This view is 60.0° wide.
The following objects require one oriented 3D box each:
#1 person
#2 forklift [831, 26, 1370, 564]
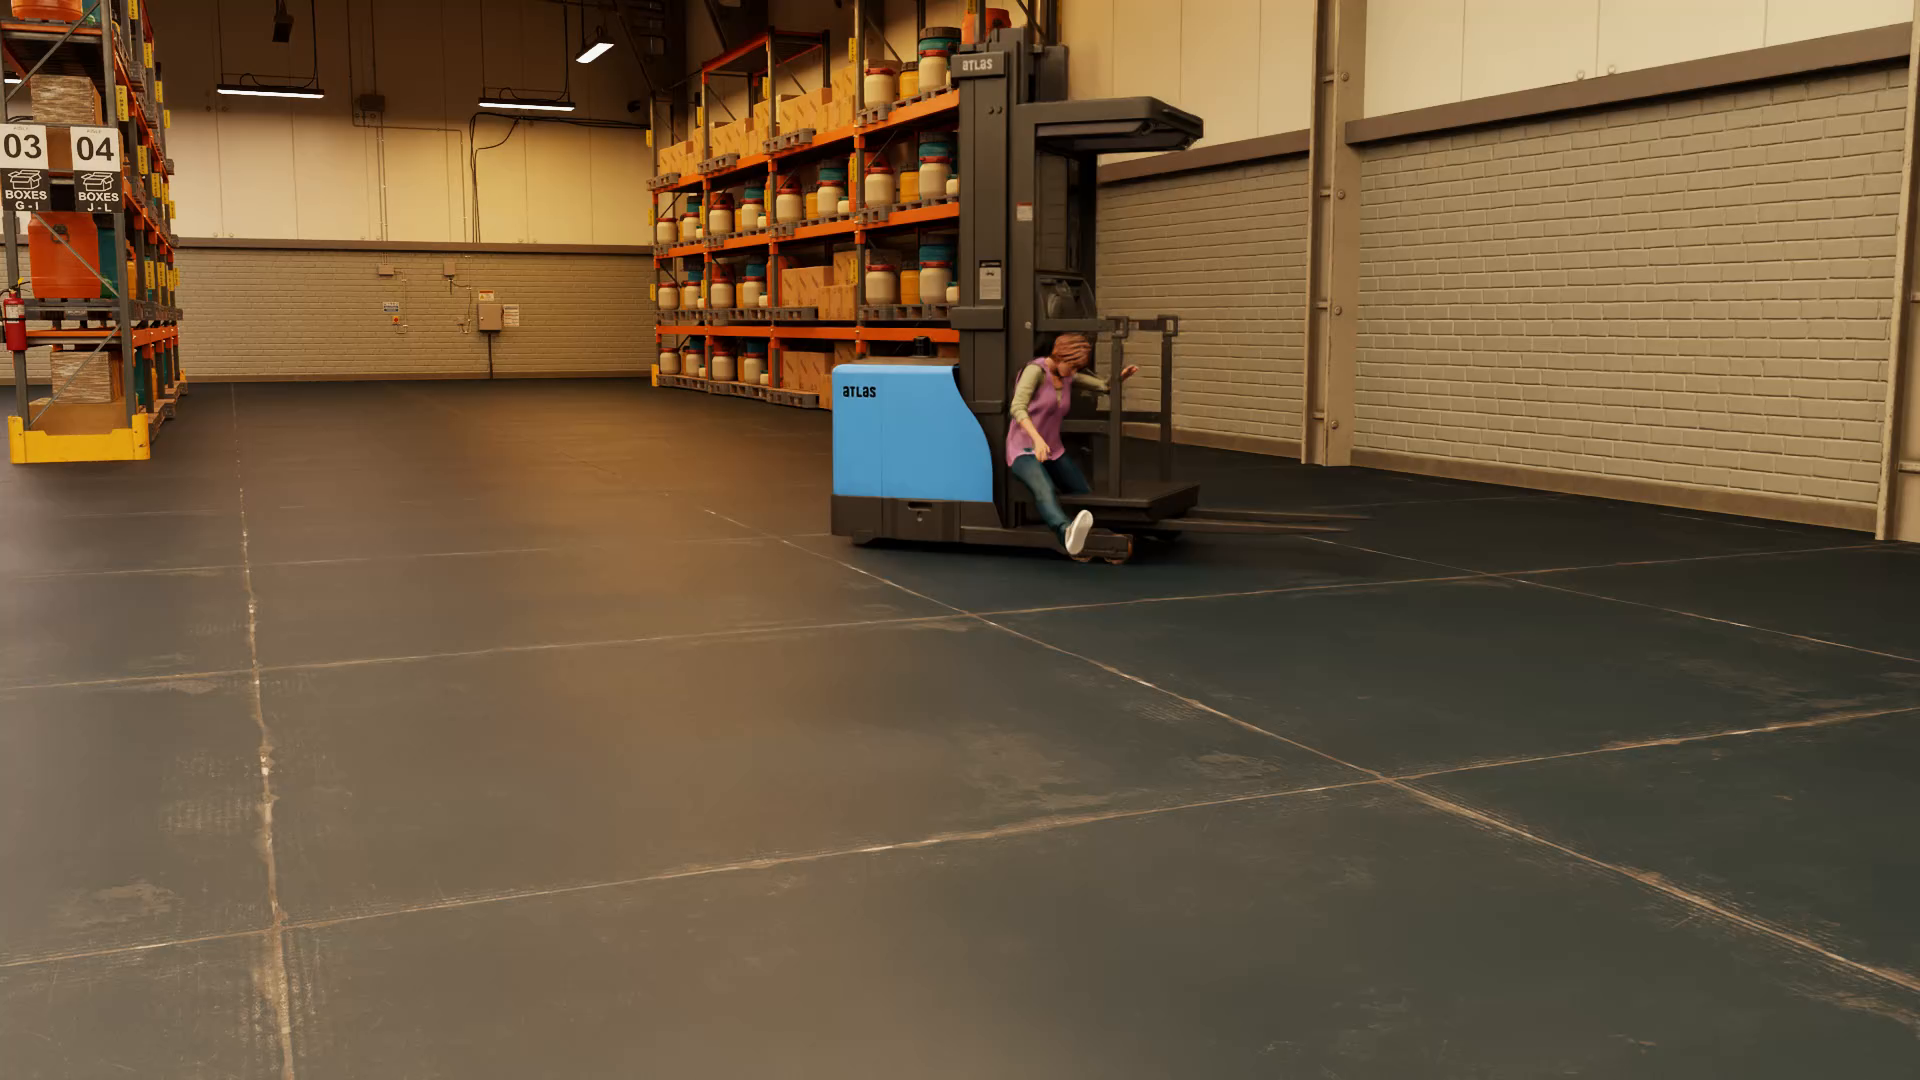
[{"bbox_3d":[0.622,-0.494,9.097,0.911,1.235,1.051,-6,10,-40],"label":"person"},{"bbox_3d":[0.800,-1.398,9.543,3.031,2.935,1.130,3,8,23],"label":"forklift"}]
